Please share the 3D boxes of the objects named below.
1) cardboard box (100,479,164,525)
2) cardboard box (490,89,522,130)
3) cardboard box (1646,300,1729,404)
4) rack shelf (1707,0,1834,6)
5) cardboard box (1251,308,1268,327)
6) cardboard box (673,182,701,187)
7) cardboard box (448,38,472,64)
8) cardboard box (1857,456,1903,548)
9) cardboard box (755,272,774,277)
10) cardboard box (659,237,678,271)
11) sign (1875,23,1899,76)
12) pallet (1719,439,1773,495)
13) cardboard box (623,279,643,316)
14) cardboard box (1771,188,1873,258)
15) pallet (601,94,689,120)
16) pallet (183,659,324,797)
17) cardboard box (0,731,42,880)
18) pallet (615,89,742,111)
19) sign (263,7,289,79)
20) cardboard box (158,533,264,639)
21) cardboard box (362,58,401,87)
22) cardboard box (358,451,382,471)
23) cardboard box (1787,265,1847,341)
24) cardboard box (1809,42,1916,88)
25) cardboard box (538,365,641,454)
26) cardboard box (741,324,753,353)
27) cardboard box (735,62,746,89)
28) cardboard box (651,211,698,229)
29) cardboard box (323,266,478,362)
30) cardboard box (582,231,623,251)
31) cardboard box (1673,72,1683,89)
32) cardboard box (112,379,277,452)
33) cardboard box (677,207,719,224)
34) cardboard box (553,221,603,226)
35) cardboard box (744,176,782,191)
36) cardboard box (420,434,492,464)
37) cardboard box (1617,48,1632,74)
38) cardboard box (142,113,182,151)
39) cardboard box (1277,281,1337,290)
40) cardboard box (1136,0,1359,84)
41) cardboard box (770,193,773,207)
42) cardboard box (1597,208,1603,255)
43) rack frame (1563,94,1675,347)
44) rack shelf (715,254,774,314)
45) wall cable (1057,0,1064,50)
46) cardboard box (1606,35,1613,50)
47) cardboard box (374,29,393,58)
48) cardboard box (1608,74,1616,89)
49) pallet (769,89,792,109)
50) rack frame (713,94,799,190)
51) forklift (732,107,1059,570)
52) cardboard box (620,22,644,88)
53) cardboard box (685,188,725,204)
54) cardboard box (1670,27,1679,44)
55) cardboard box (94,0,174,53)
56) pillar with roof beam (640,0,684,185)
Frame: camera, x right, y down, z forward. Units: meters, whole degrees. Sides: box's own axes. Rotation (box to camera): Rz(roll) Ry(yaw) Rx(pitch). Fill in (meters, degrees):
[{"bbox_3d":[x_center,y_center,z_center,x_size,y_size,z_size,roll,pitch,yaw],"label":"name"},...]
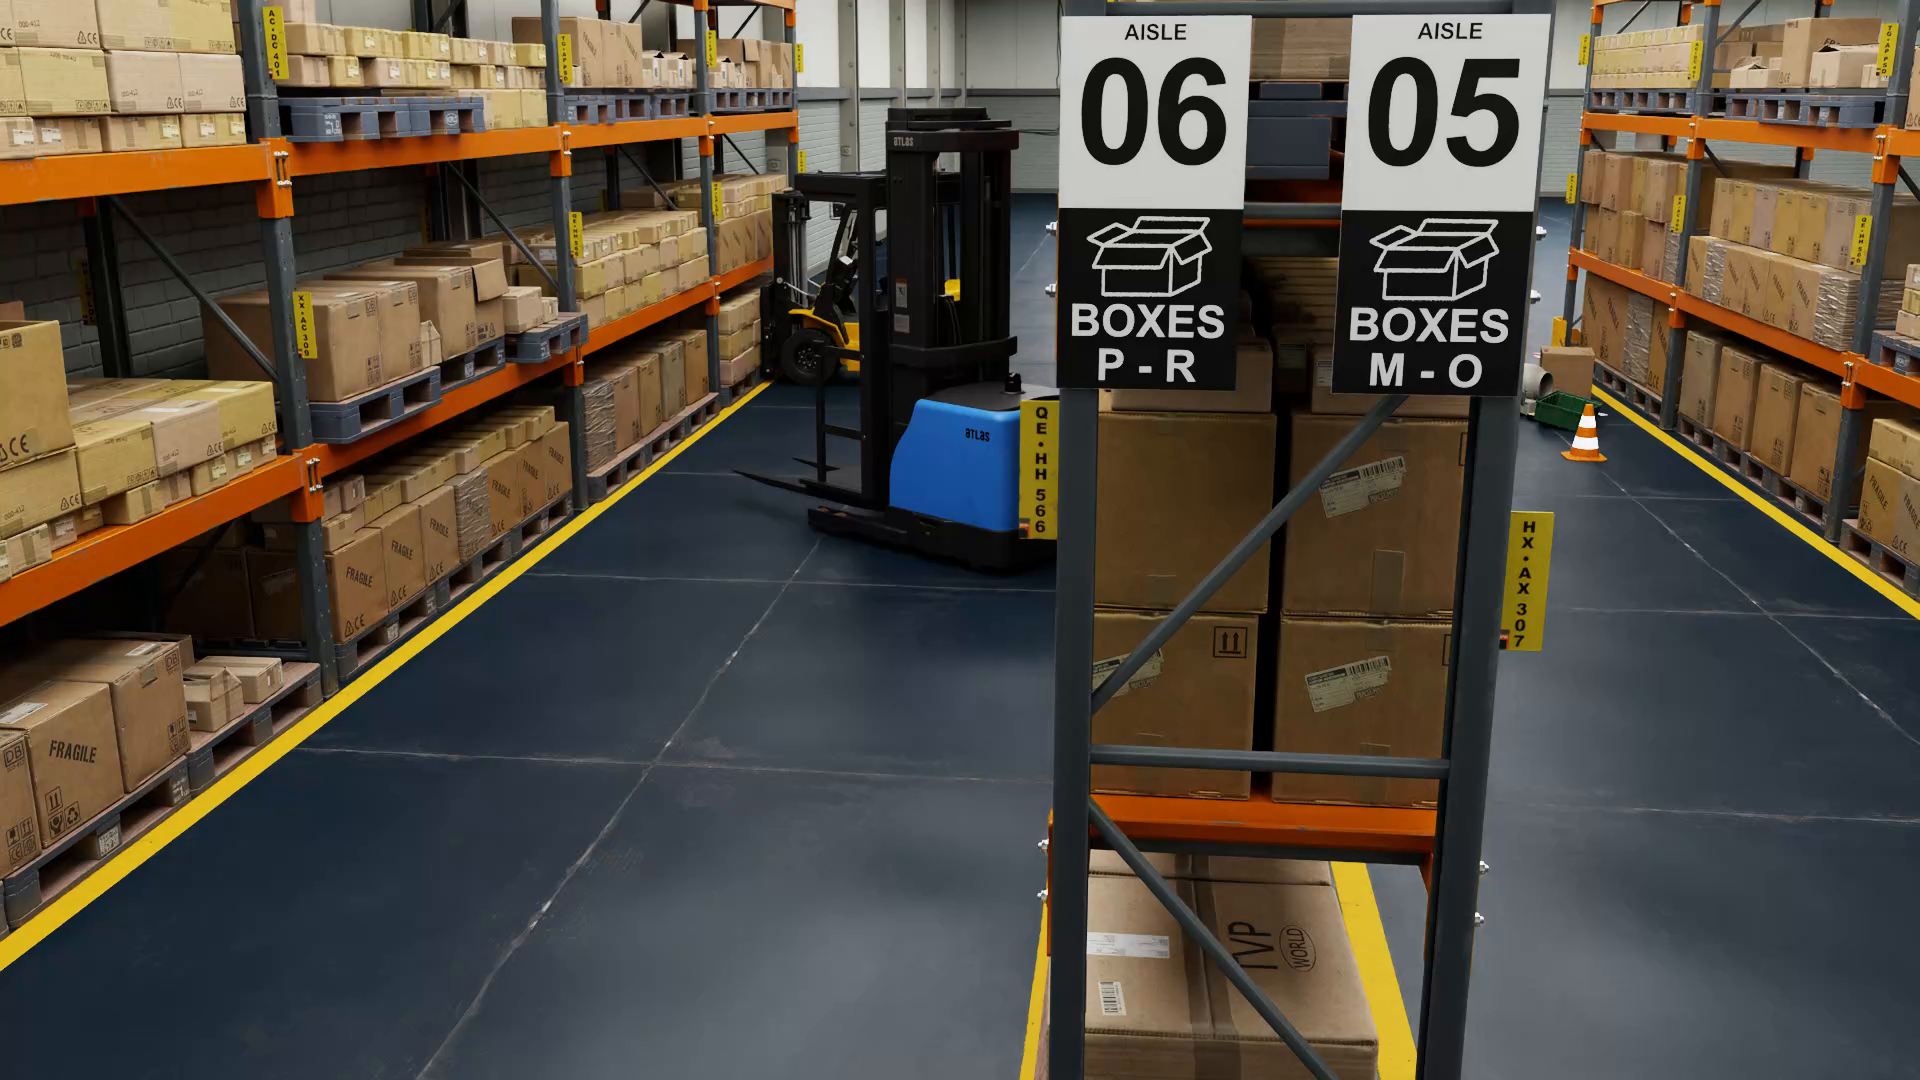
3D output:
[{"bbox_3d":[-3.612,-0.168,7.017,0.380,0.149,0.250,1,15,5],"label":"cardboard box"},{"bbox_3d":[-3.177,-2.792,10.782,0.500,0.250,0.500,2,15,6],"label":"cardboard box"},{"bbox_3d":[7.149,-1.798,15.830,0.875,0.875,0.875,2,15,7],"label":"cardboard box"},{"bbox_3d":[6.783,-4.297,12.457,1.077,0.370,4.000,2,15,6],"label":"rack shelf"},{"bbox_3d":[1.219,-0.511,5.700,0.500,0.500,0.500,2,15,6],"label":"cardboard box"},{"bbox_3d":[-2.881,-3.717,17.659,0.380,0.149,0.250,2,15,8],"label":"cardboard box"},{"bbox_3d":[-3.196,-2.964,10.086,0.380,0.149,0.250,2,15,6],"label":"cardboard box"},{"bbox_3d":[6.224,-0.242,10.796,0.500,0.500,0.500,1,15,4],"label":"cardboard box"},{"bbox_3d":[-2.144,-2.991,19.526,0.500,0.250,0.500,2,15,8],"label":"cardboard box"},{"bbox_3d":[-2.769,-2.493,14.463,0.500,0.250,0.500,2,15,7],"label":"cardboard box"},{"bbox_3d":[6.007,-3.177,10.775,0.100,0.325,0.005,2,15,6],"label":"sign"},{"bbox_3d":[6.862,-0.594,13.455,1.003,0.211,1.213,2,15,6],"label":"pallet"},{"bbox_3d":[-2.899,-1.987,13.550,0.500,0.250,0.500,1,15,4],"label":"cardboard box"},{"bbox_3d":[6.787,-2.466,12.929,0.700,0.500,0.500,2,15,6],"label":"cardboard box"},{"bbox_3d":[-2.940,-3.851,14.778,0.805,0.209,1.217,1,15,4],"label":"pallet"},{"bbox_3d":[-3.834,0.875,8.024,1.003,0.211,1.213,2,15,6],"label":"pallet"},{"bbox_3d":[-3.909,1.015,6.145,0.700,0.500,0.500,2,15,9],"label":"cardboard box"},{"bbox_3d":[-2.783,-4.352,16.433,1.003,0.211,1.213,2,15,6],"label":"pallet"},{"bbox_3d":[-3.216,-2.333,7.808,0.100,0.325,0.005,2,15,6],"label":"sign"},{"bbox_3d":[-3.994,0.218,9.093,0.500,0.500,0.500,2,15,6],"label":"cardboard box"},{"bbox_3d":[-3.219,-2.491,8.866,0.380,0.149,0.250,2,15,7],"label":"cardboard box"},{"bbox_3d":[-3.839,-0.465,10.375,0.380,0.149,0.250,1,15,4],"label":"cardboard box"},{"bbox_3d":[6.399,-1.725,12.102,0.500,0.500,0.500,2,15,6],"label":"cardboard box"},{"bbox_3d":[6.377,-3.358,11.763,0.500,0.311,0.500,2,15,6],"label":"cardboard box"},{"bbox_3d":[-3.155,-1.075,13.635,0.875,0.625,0.625,2,15,8],"label":"cardboard box"},{"bbox_3d":[-2.437,-2.088,17.144,0.500,0.250,0.500,2,15,6],"label":"cardboard box"},{"bbox_3d":[-2.384,-4.735,16.940,0.396,0.266,0.258,1,15,5],"label":"cardboard box"},{"bbox_3d":[-2.671,-2.991,15.542,0.380,0.149,0.250,2,15,8],"label":"cardboard box"},{"bbox_3d":[-3.332,-1.357,9.940,0.700,0.500,0.500,2,15,6],"label":"cardboard box"},{"bbox_3d":[-2.928,-2.393,13.333,0.380,0.149,0.250,2,15,7],"label":"cardboard box"},{"bbox_3d":[6.761,-4.207,15.212,0.380,0.149,0.250,2,15,7],"label":"cardboard box"},{"bbox_3d":[-3.571,-0.582,7.784,0.500,0.250,0.500,2,15,8],"label":"cardboard box"},{"bbox_3d":[-2.556,-3.161,16.171,0.380,0.149,0.250,1,15,5],"label":"cardboard box"},{"bbox_3d":[-3.302,-2.672,14.363,0.380,0.149,0.250,2,15,6],"label":"cardboard box"},{"bbox_3d":[-2.232,-4.034,18.831,0.380,0.149,0.250,2,15,8],"label":"cardboard box"},{"bbox_3d":[-3.285,-0.590,10.840,0.380,0.149,0.250,1,15,5],"label":"cardboard box"},{"bbox_3d":[7.039,-4.887,16.964,0.500,0.250,0.500,2,15,6],"label":"cardboard box"},{"bbox_3d":[-3.573,-1.742,7.091,0.380,0.149,0.250,2,15,8],"label":"cardboard box"},{"bbox_3d":[1.201,-0.731,5.269,0.380,0.149,0.250,2,15,7],"label":"cardboard box"},{"bbox_3d":[0.686,-1.213,3.946,0.500,0.250,0.500,0,15,1],"label":"cardboard box"},{"bbox_3d":[-2.275,-3.758,18.379,0.380,0.149,0.250,1,15,4],"label":"cardboard box"},{"bbox_3d":[7.423,-3.329,17.939,0.875,0.550,0.550,2,15,6],"label":"cardboard box"},{"bbox_3d":[7.460,-3.497,18.849,1.000,3.000,0.127,2,15,6],"label":"rack frame"},{"bbox_3d":[-2.628,-2.896,18.004,1.077,0.370,4.000,2,15,6],"label":"rack shelf"},{"bbox_3d":[4.344,-15.869,49.384,3.097,2.526,0.112,2,15,6],"label":"wall cable"},{"bbox_3d":[7.049,-5.251,17.547,0.380,0.149,0.250,1,15,5],"label":"cardboard box"},{"bbox_3d":[-3.254,-2.639,8.844,0.380,0.149,0.250,1,15,5],"label":"cardboard box"},{"bbox_3d":[7.018,-4.799,17.401,0.380,0.149,0.250,2,15,7],"label":"cardboard box"},{"bbox_3d":[-2.507,-4.985,18.773,1.003,0.211,1.213,2,15,6],"label":"pallet"},{"bbox_3d":[-2.402,-3.762,19.828,1.000,3.000,0.127,2,15,6],"label":"rack frame"},{"bbox_3d":[-0.446,-1.529,11.701,3.031,2.935,1.130,14,21,42],"label":"forklift"},{"bbox_3d":[-2.866,-3.879,13.327,0.500,0.500,0.500,2,15,8],"label":"cardboard box"},{"bbox_3d":[-2.563,-3.440,16.635,0.380,0.149,0.250,1,15,5],"label":"cardboard box"},{"bbox_3d":[6.791,-4.657,15.350,0.380,0.149,0.250,2,15,6],"label":"cardboard box"},{"bbox_3d":[-3.622,-2.140,6.844,0.500,0.250,0.500,1,15,5],"label":"cardboard box"},{"bbox_3d":[0.901,-6.377,18.007,9.100,9.000,0.400,2,15,6],"label":"pillar with roof beam"}]
